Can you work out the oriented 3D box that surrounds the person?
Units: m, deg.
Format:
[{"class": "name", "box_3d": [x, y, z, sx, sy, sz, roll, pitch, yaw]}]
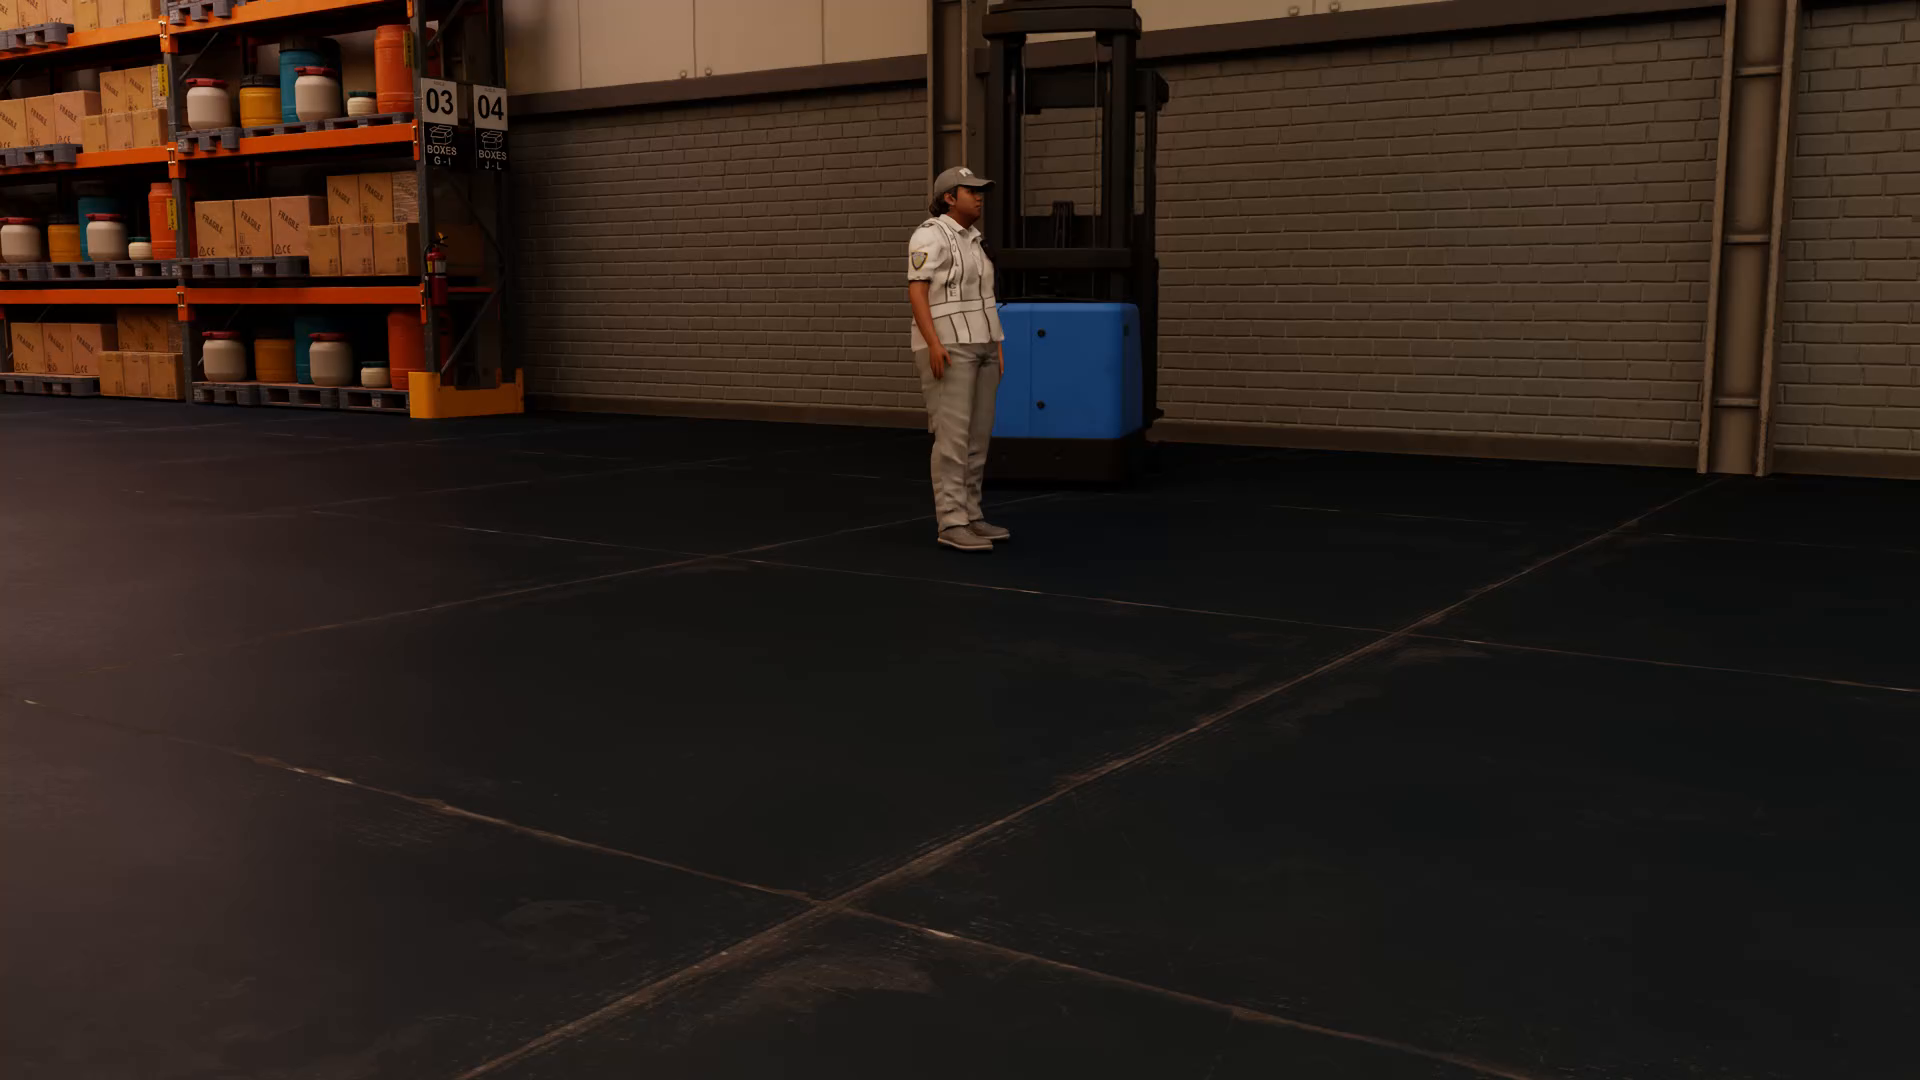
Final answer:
[{"class": "person", "box_3d": [0.051, -0.823, 7.424, 0.529, 1.670, 0.598, 5, 10, 34]}]

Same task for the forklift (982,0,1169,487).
[{"class": "forklift", "box_3d": [0.747, -1.933, 10.784, 1.130, 2.935, 3.031, 2, 8, 13]}]
